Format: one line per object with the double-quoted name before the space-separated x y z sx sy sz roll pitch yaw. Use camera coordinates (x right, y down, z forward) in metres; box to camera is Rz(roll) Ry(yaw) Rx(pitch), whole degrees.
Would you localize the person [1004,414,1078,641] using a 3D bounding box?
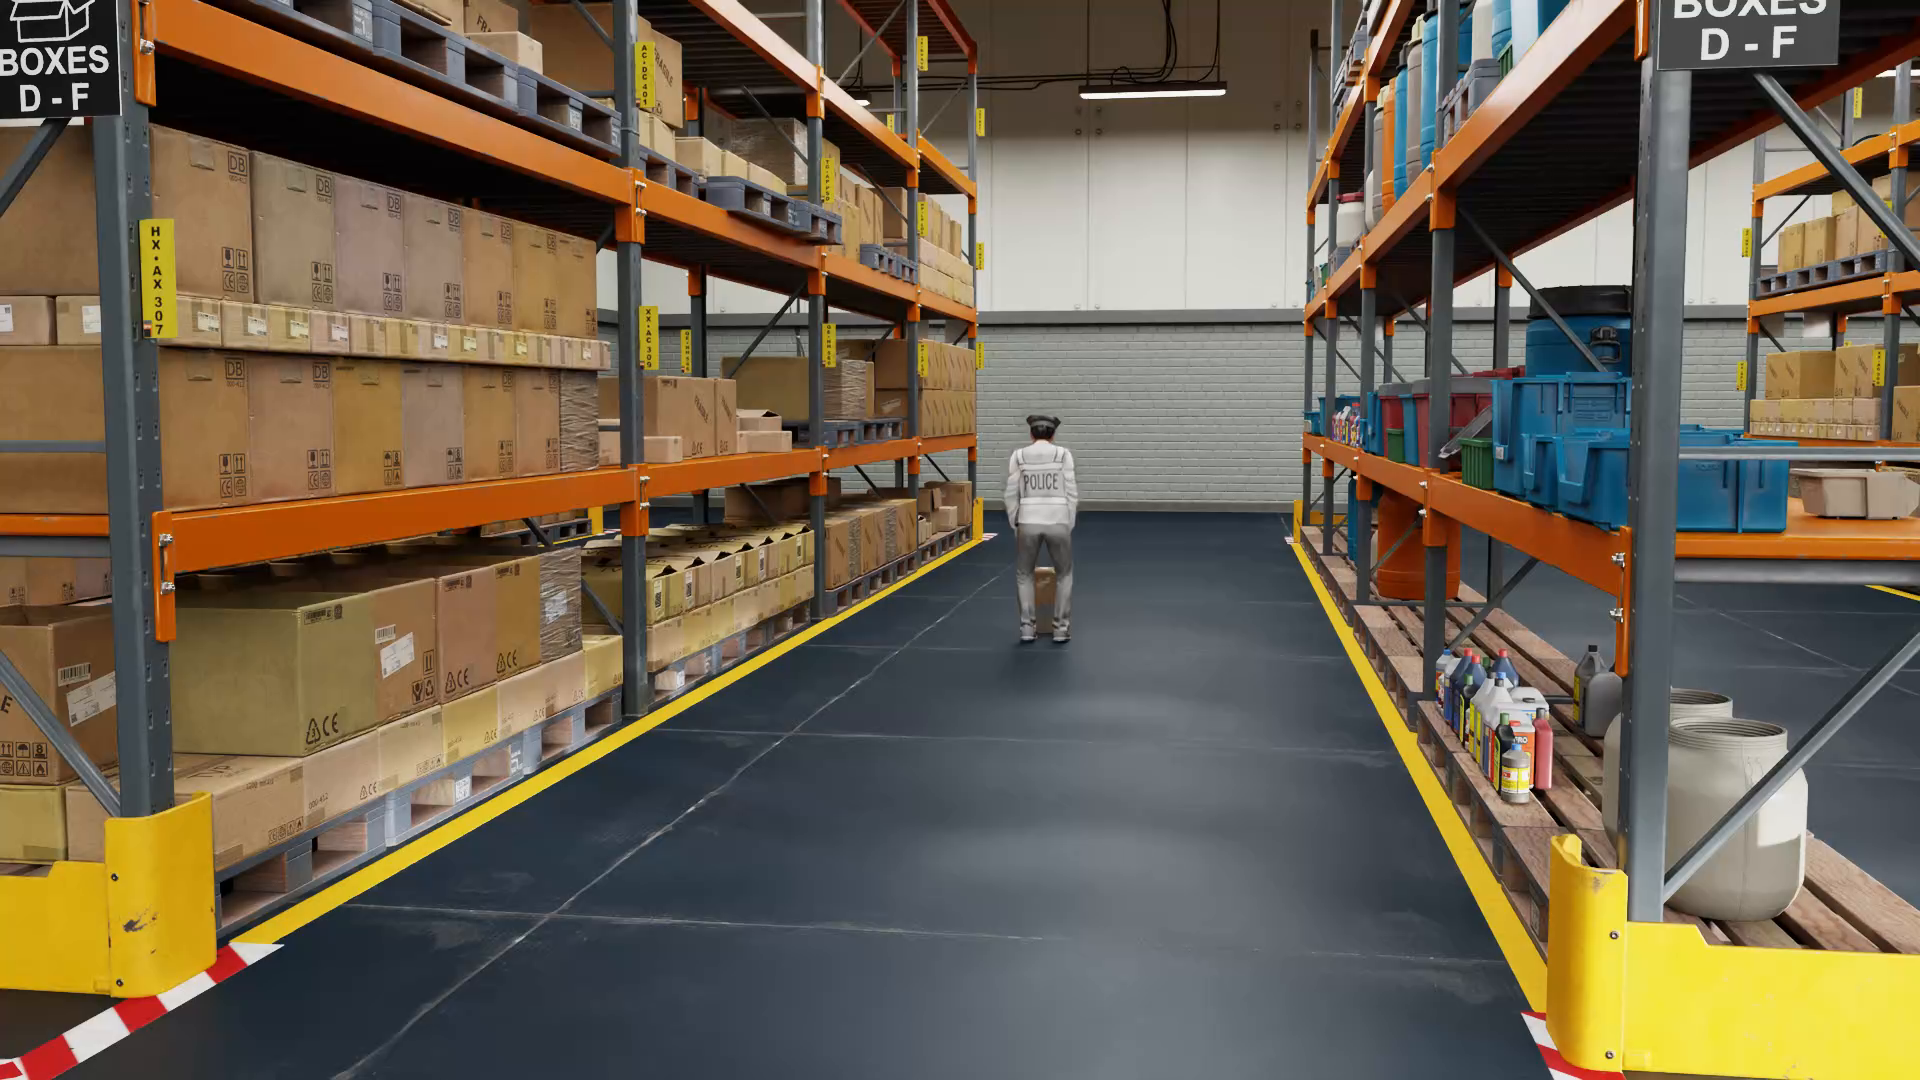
"person" 0.562 -0.082 11.548 0.516 1.576 0.526 1 5 10
